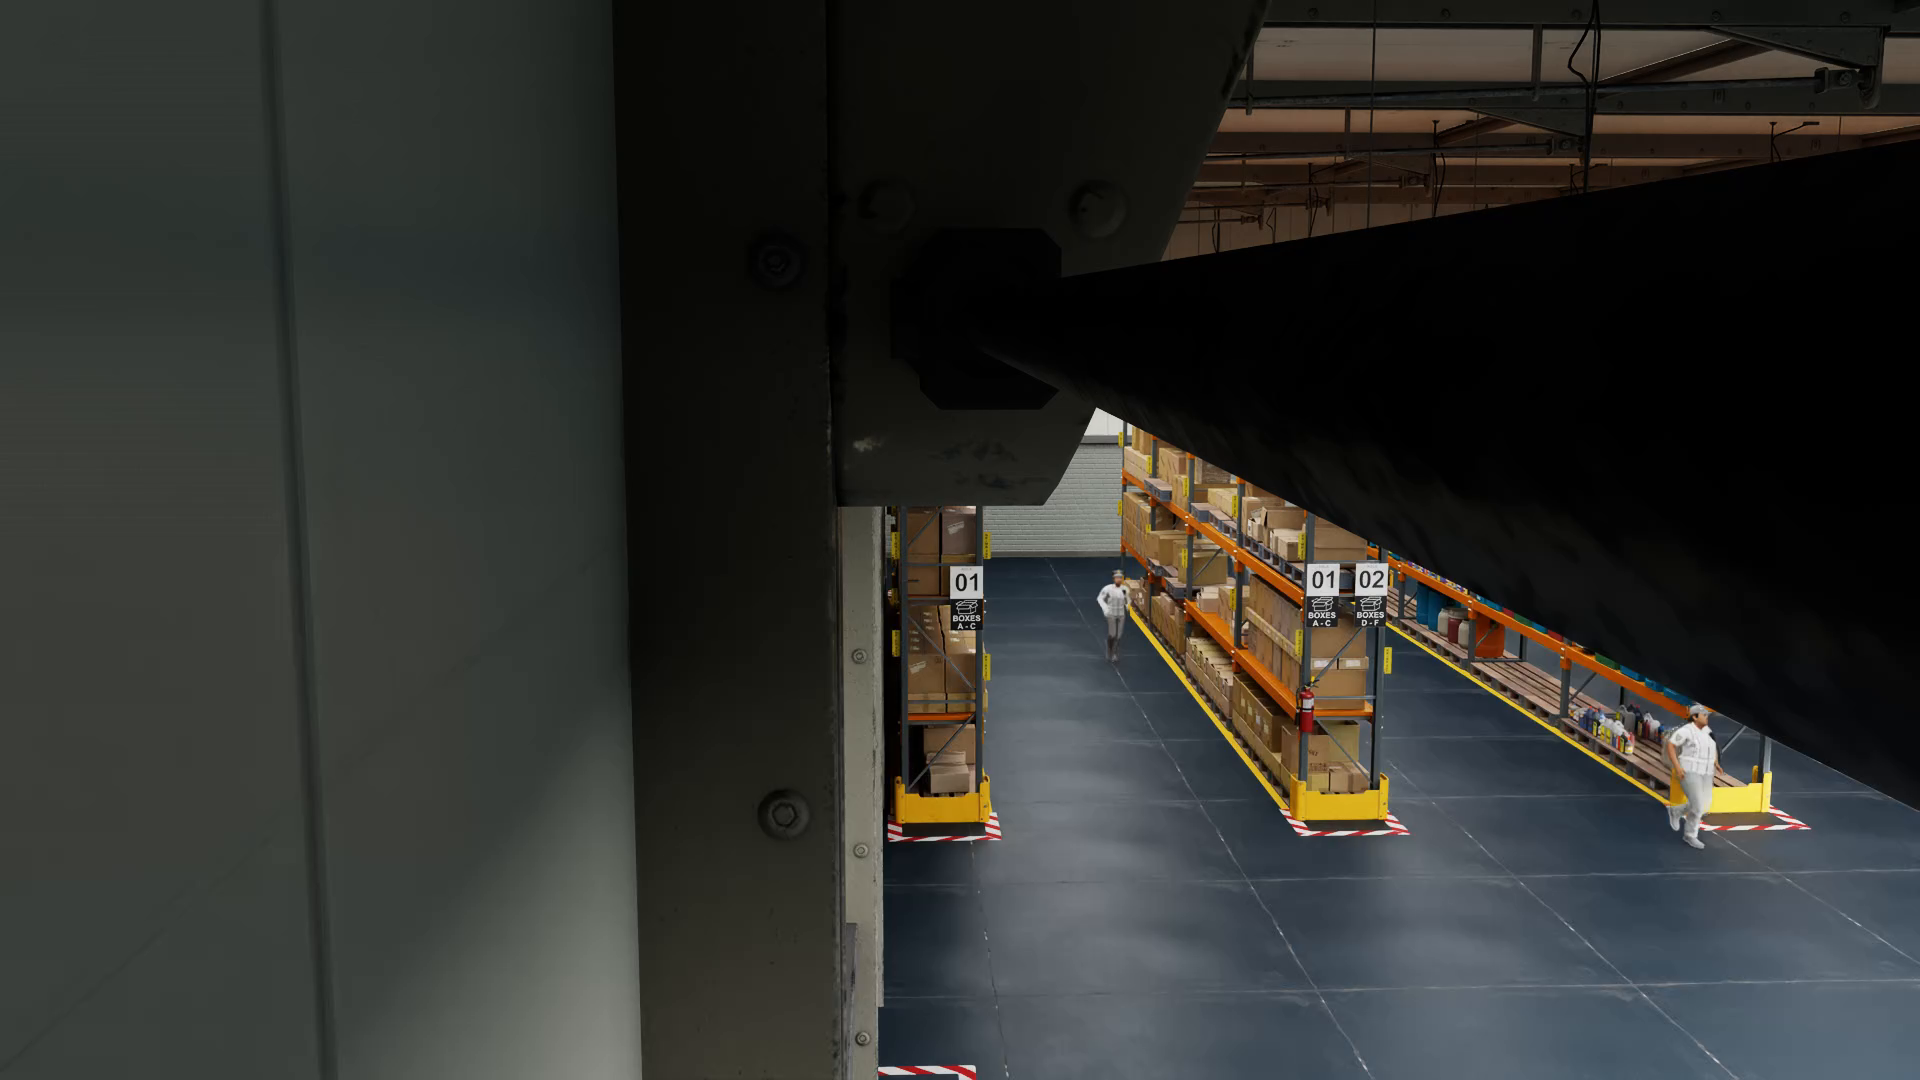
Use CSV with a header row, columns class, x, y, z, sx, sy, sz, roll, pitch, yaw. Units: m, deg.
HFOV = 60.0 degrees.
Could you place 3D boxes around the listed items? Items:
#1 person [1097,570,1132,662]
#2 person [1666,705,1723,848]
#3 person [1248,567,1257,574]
class,x,y,z,sx,sy,sz,roll,pitch,yaw
person,2.779,1.352,29.569,0.588,1.666,0.620,-1,8,-10
person,8.748,2.783,19.752,0.657,1.639,0.590,-4,9,-23
person,6.201,0.630,34.379,0.656,1.741,0.606,-3,8,-19
